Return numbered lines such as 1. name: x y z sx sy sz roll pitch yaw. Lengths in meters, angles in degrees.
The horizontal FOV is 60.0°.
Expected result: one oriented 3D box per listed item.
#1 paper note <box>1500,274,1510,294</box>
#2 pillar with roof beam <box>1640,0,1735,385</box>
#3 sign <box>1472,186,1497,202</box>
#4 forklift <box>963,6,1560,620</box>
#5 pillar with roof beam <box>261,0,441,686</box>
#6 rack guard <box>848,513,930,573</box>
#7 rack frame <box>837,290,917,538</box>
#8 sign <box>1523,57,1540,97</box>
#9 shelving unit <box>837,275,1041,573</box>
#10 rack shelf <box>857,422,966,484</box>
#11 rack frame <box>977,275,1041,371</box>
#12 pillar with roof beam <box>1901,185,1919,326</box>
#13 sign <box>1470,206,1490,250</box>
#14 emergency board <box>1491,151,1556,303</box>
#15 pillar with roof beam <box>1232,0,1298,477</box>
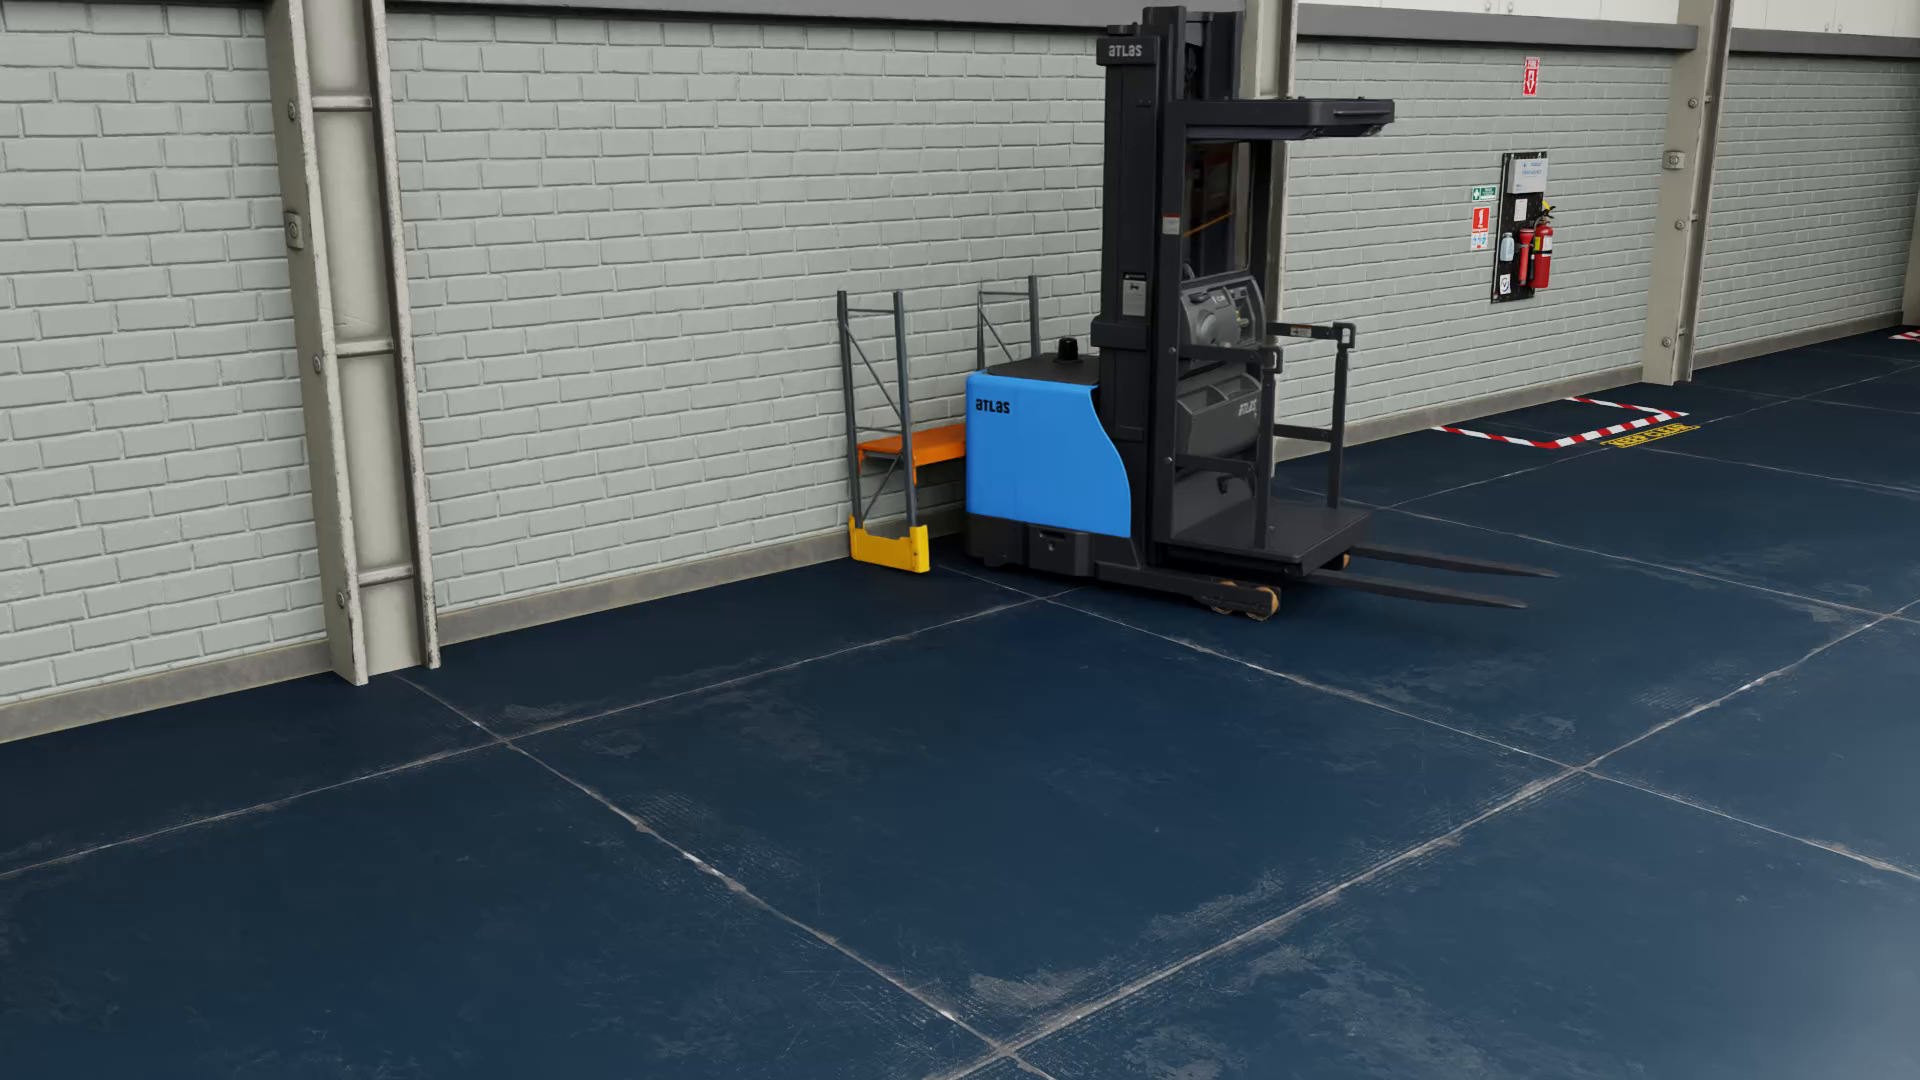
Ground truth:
1. paper note: 4.368 -2.048 13.313 0.142 0.148 0.016 -13 19 -39
2. pillar with roof beam: 9.262 -4.962 10.889 0.400 9.000 9.100 -13 19 -39
3. sign: 4.071 -2.689 12.909 0.331 0.109 0.001 -13 19 -39
4. forklift: 1.531 -1.173 8.460 3.031 2.935 1.130 9 18 32
5. pillar with roof beam: 0.209 -2.929 3.278 0.400 9.000 9.100 -13 19 -39
6. rack guard: -0.394 0.012 9.160 0.087 0.250 0.587 -15 17 -42
7. rack frame: -0.442 -0.593 9.010 0.032 1.500 0.500 -15 17 -42
8. sign: 4.475 -3.628 13.029 0.199 0.298 0.001 -13 19 -39
9. shelving unit: -0.069 -0.691 9.355 1.083 1.500 0.587 -15 17 -42
10. rack shelf: -0.066 -0.515 9.388 1.000 0.185 0.538 -15 17 -42
11. rack frame: 0.291 -0.787 9.687 0.032 1.500 0.500 -15 17 -42
12. pillar with roof beam: 13.788 -5.978 14.694 0.400 9.000 9.100 -13 19 -39
13. sign: 4.062 -2.434 12.981 0.234 0.329 0.001 -13 19 -39
14. emergency board: 4.547 -2.490 13.261 0.643 1.169 0.194 -13 19 -39
15. pillar with roof beam: 4.736 -3.945 7.083 0.400 9.000 9.100 -13 19 -39
